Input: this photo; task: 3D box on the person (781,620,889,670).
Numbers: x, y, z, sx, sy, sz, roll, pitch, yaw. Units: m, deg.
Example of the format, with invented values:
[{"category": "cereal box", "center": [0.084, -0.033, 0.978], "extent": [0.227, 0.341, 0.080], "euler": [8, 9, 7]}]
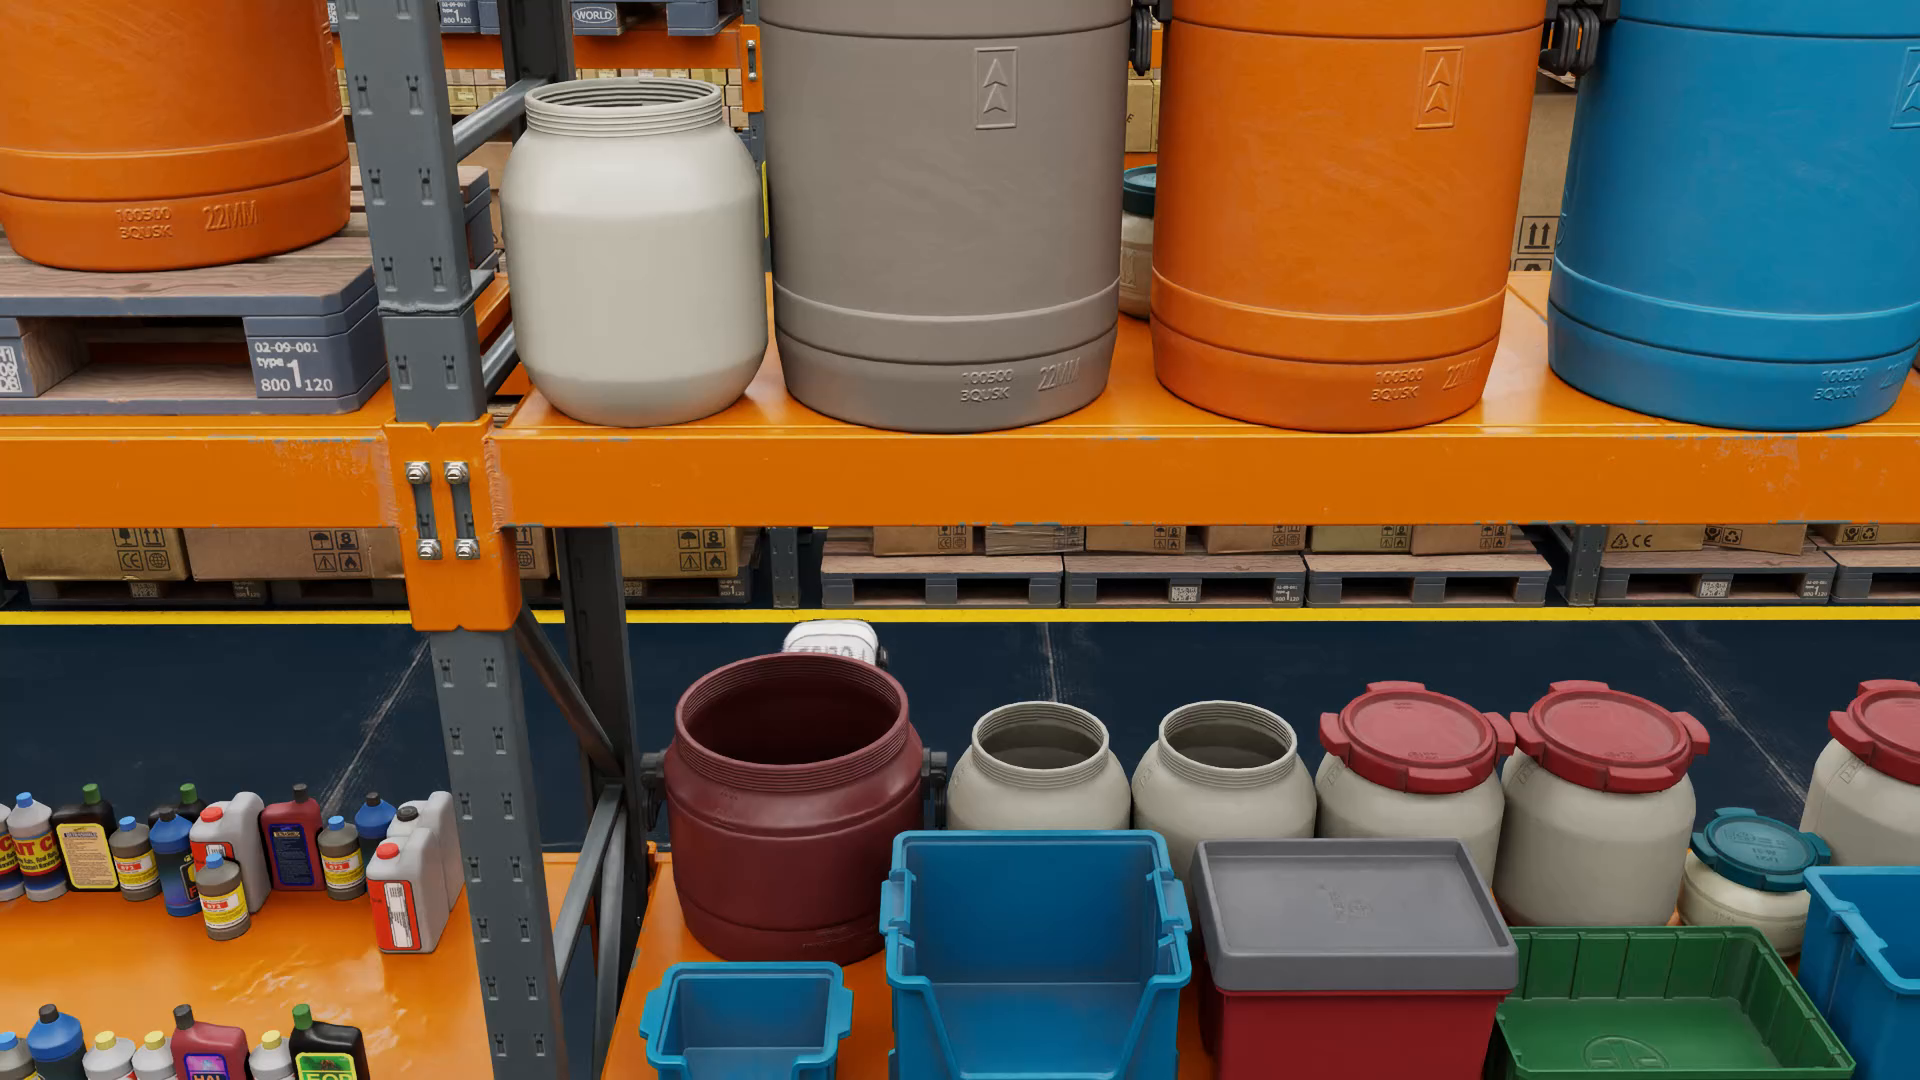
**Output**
[{"category": "person", "center": [-0.466, 0.828, 6.187], "extent": [0.451, 0.908, 0.904], "euler": [-1, 24, -3]}]
